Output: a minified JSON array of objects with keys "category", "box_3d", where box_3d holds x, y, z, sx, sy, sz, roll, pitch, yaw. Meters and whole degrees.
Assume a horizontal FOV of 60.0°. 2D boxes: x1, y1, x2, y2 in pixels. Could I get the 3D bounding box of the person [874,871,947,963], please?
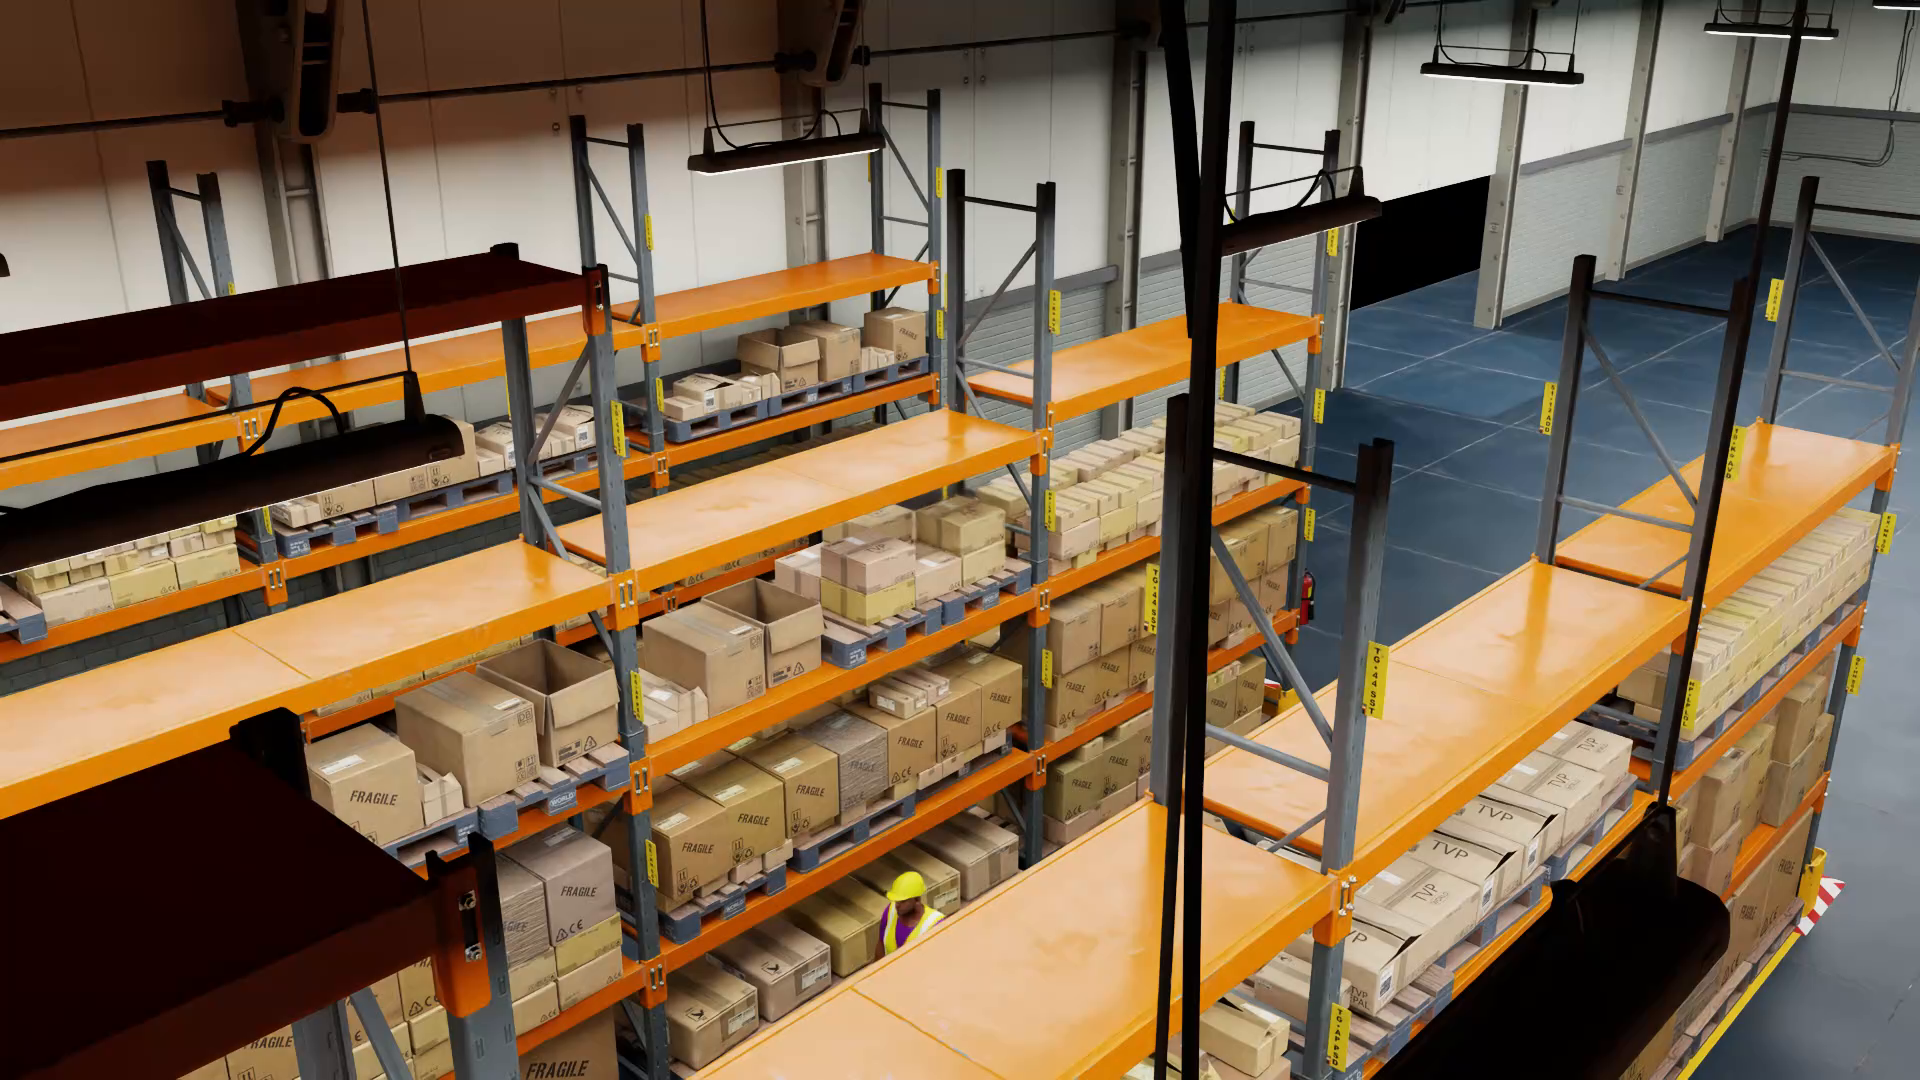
[{"category":"person","box_3d":[-0.338,3.111,11.578,0.590,1.794,0.466,16,26,36]}]
